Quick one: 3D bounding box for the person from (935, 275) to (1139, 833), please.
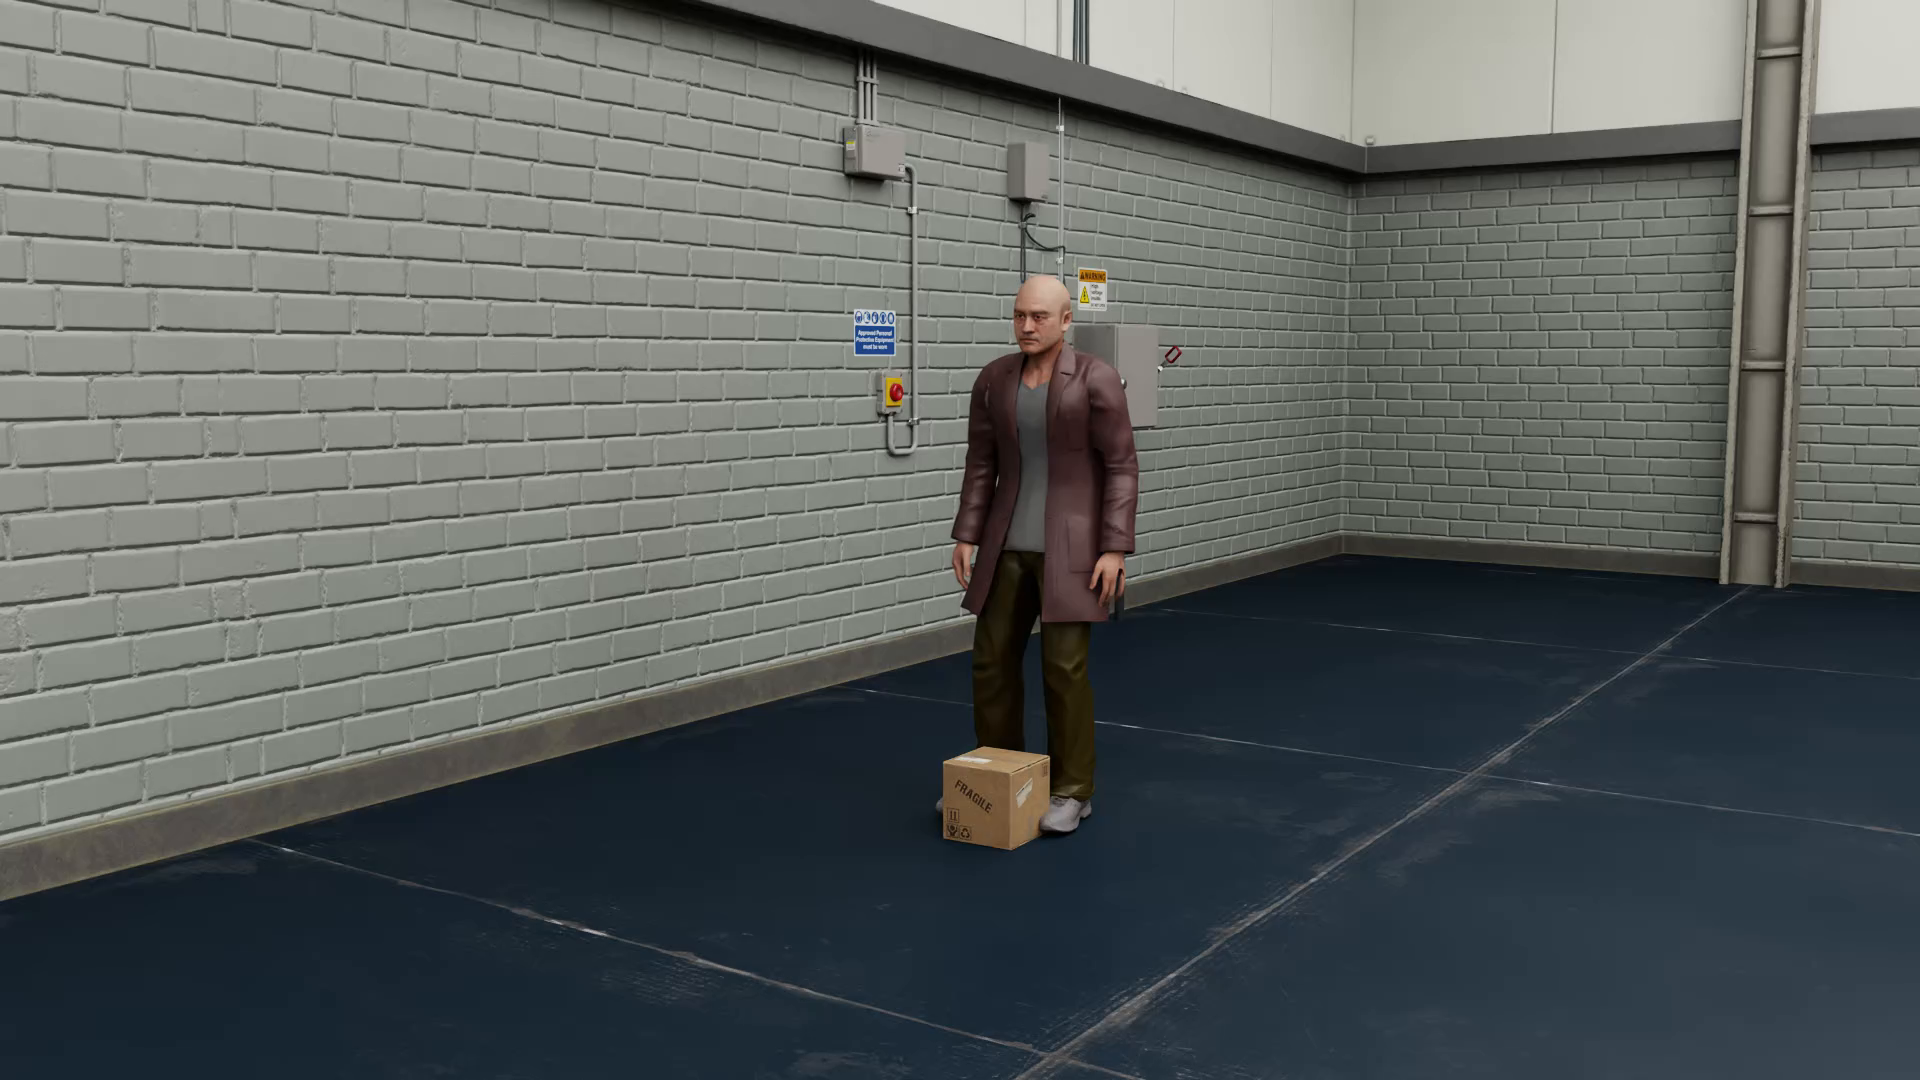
[{"bbox_3d":[0.265,0.038,5.406,0.653,1.773,0.424,4,7,30],"label":"person"}]
